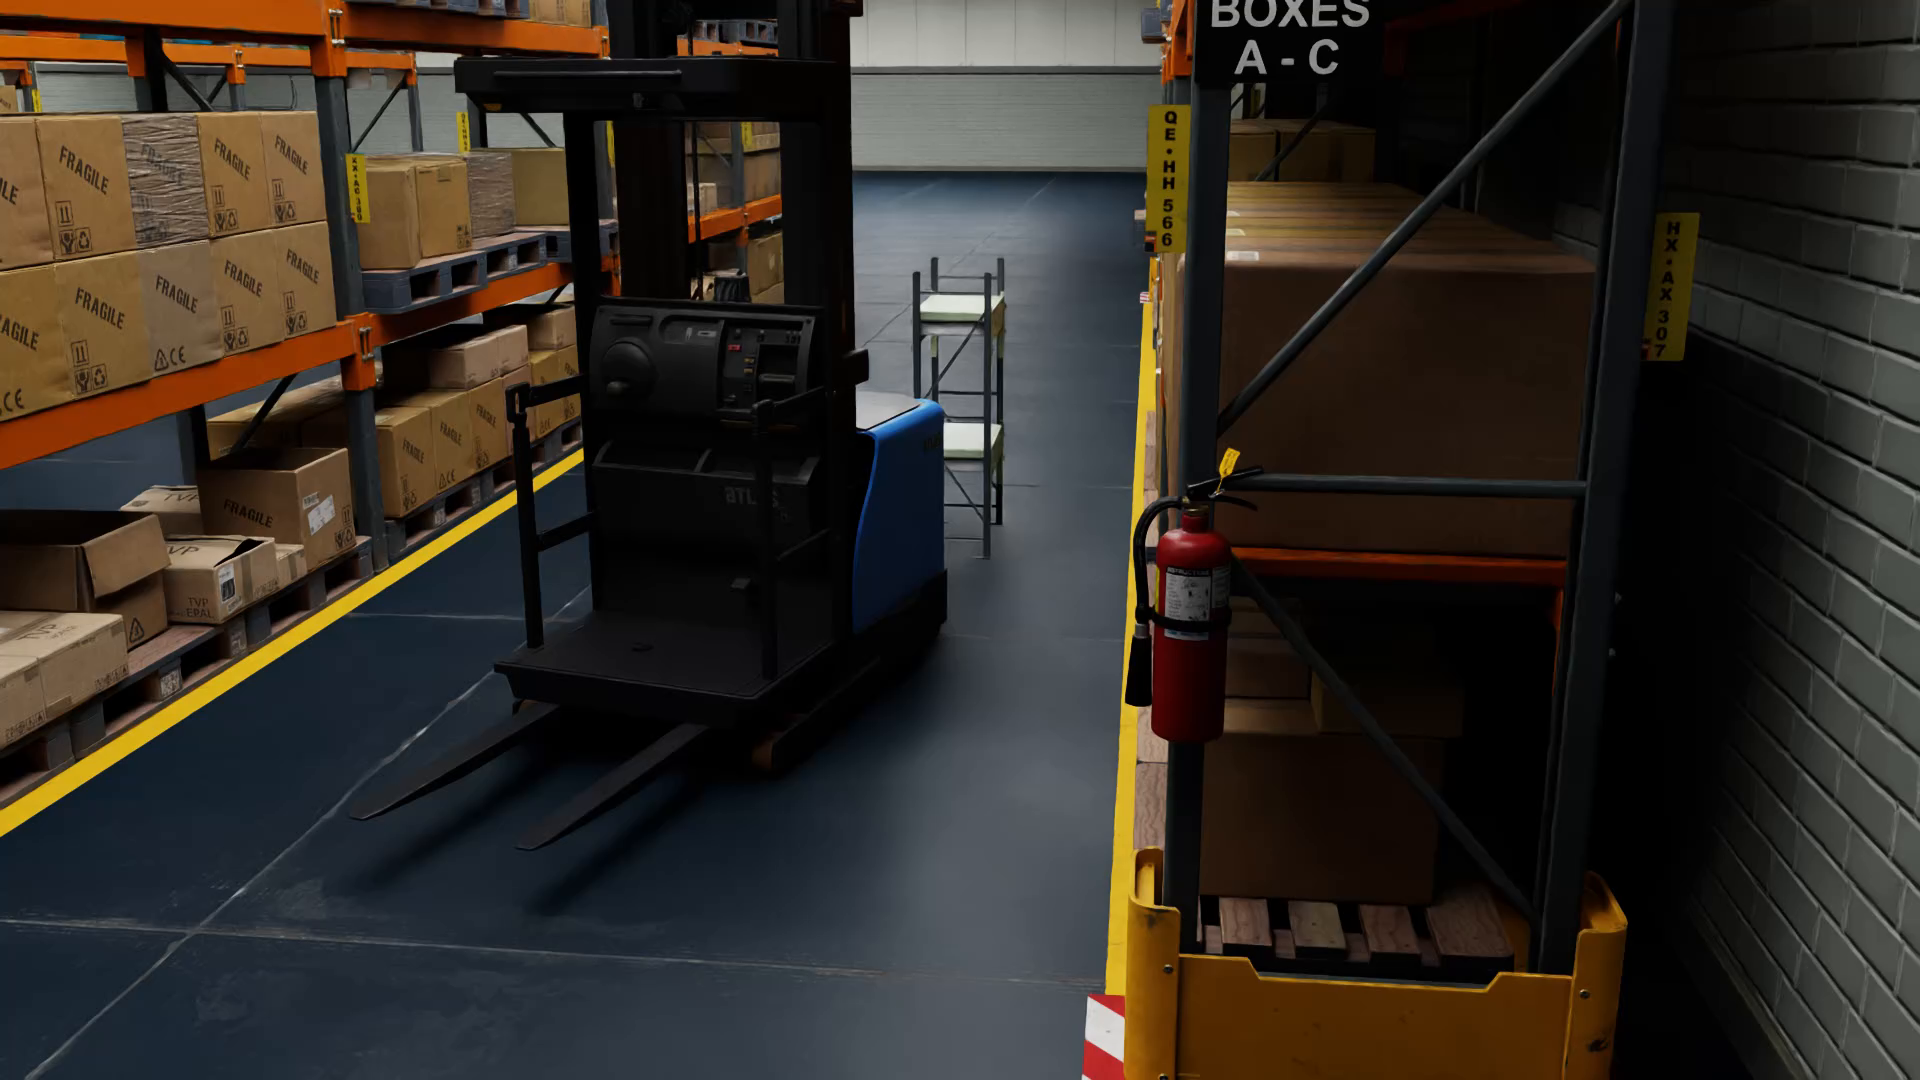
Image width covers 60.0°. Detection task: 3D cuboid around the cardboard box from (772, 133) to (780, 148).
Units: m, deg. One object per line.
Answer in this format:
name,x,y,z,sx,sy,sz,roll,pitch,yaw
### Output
cardboard box,-2.135,-4.268,17.763,0.380,0.149,0.250,1,15,5

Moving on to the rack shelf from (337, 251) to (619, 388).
rack shelf,-3.237,-1.472,10.239,1.077,0.370,4.000,2,15,6

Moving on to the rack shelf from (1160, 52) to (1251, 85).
rack shelf,2.588,-4.850,16.984,1.077,0.370,4.000,2,15,6

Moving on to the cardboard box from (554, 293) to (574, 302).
cardboard box,-3.085,-1.893,13.806,0.500,0.311,0.500,2,15,6

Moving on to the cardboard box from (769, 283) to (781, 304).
cardboard box,-2.145,-2.492,17.095,0.500,0.250,0.500,2,15,6

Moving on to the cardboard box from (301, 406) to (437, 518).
cardboard box,-3.166,-0.425,8.933,0.500,0.500,0.500,1,15,4

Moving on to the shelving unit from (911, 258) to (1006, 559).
shelving unit,0.001,-0.726,8.973,0.431,1.500,0.755,2,15,6

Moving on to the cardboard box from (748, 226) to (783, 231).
cardboard box,-2.029,-3.113,17.956,0.500,0.500,0.500,2,15,6

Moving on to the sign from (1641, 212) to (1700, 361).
sign,1.559,-0.557,3.664,0.100,0.325,0.005,2,15,6

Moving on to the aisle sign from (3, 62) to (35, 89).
aisle sign,-11.646,-5.968,20.506,0.394,0.787,0.004,2,15,6

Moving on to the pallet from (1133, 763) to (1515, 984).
pallet,1.021,1.018,4.993,1.003,0.211,1.213,2,15,6

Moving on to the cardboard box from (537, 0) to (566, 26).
cardboard box,-3.085,-3.588,10.747,0.910,0.500,0.500,2,15,6

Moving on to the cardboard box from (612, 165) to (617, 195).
cardboard box,-2.838,-2.822,13.661,0.500,0.500,0.500,1,15,3

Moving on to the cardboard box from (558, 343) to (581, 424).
cardboard box,-2.884,-1.095,11.409,0.500,0.500,0.500,2,15,8

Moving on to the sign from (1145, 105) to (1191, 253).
sign,0.471,-0.811,3.744,0.100,0.325,0.005,2,15,6

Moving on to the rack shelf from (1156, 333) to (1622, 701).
rack shelf,1.234,-0.290,5.866,1.077,0.370,4.000,2,15,6

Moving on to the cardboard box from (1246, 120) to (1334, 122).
cardboard box,2.056,-2.497,10.415,0.500,0.250,0.500,1,15,4

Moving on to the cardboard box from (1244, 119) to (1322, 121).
cardboard box,2.118,-2.632,10.911,0.500,0.250,0.500,2,15,8

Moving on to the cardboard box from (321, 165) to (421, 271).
cardboard box,-3.187,-1.668,8.589,0.700,0.500,0.500,-3,16,-13

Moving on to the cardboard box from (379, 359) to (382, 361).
cardboard box,-3.462,-0.968,10.943,0.500,0.500,0.500,1,15,6

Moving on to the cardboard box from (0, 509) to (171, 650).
cardboard box,-3.669,0.179,6.692,0.797,0.503,0.637,2,15,6

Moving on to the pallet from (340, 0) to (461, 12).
pallet,-3.319,-2.825,8.477,1.213,0.211,1.003,2,15,6

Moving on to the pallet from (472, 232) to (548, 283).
pallet,-3.226,-1.741,10.222,1.003,0.211,1.213,2,15,6

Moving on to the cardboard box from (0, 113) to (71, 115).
cardboard box,-3.912,-1.451,6.674,0.500,0.500,0.500,1,15,5

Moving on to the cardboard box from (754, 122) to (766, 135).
cardboard box,-2.403,-4.427,17.109,0.700,0.500,0.500,2,15,6

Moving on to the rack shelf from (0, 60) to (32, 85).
rack shelf,-12.177,-5.288,18.603,1.077,0.370,4.000,2,15,6

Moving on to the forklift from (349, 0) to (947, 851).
forklift,-1.050,-0.684,6.076,1.130,2.935,3.031,6,16,20

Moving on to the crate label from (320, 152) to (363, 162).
crate label,-6.969,-4.092,18.480,0.502,0.435,0.616,2,15,6

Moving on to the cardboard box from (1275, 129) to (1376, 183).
cardboard box,1.771,-1.831,7.951,0.500,0.250,0.500,2,15,8

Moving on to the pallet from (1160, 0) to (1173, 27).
pallet,1.891,-3.382,10.537,1.213,0.211,1.003,2,15,9

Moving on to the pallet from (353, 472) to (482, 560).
pallet,-3.408,-0.167,9.375,1.003,0.211,1.213,2,15,6

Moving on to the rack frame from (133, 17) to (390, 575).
rack frame,-3.463,-1.301,8.226,1.000,3.000,0.127,2,15,6

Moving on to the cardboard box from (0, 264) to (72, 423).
cardboard box,-3.489,-0.683,5.750,0.500,0.500,0.500,2,15,6

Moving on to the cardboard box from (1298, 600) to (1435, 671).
cardboard box,1.229,0.295,5.067,0.380,0.149,0.250,2,15,6

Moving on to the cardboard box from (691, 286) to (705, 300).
cardboard box,-2.492,-2.014,14.251,0.500,0.311,0.500,2,15,6

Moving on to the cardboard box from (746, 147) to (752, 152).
cardboard box,-2.282,-3.933,16.527,0.380,0.149,0.250,1,15,5

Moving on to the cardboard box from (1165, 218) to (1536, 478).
cardboard box,1.127,-0.585,5.004,0.980,0.700,0.700,2,15,6

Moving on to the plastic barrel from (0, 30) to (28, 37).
plastic barrel,-7.624,-4.382,12.913,0.600,0.901,0.600,0,15,0

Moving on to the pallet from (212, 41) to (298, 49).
pallet,-7.497,-5.069,16.779,1.213,0.211,1.003,2,15,6

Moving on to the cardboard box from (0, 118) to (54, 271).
cardboard box,-3.489,-1.167,5.625,0.500,0.500,0.500,2,15,7

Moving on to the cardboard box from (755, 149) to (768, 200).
cardboard box,-2.403,-3.806,17.300,0.700,0.500,0.500,2,15,7

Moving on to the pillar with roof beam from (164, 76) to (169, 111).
pillar with roof beam,-20.042,-15.539,49.389,9.100,9.000,0.400,2,15,6

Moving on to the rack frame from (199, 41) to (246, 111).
rack frame,-7.481,-3.523,16.443,1.000,3.000,0.127,2,15,6

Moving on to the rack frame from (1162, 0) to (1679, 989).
rack frame,1.009,-0.118,3.854,1.000,3.000,0.127,2,15,6

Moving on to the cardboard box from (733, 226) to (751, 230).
cardboard box,-2.562,-3.129,18.014,0.500,0.500,0.500,2,15,6
